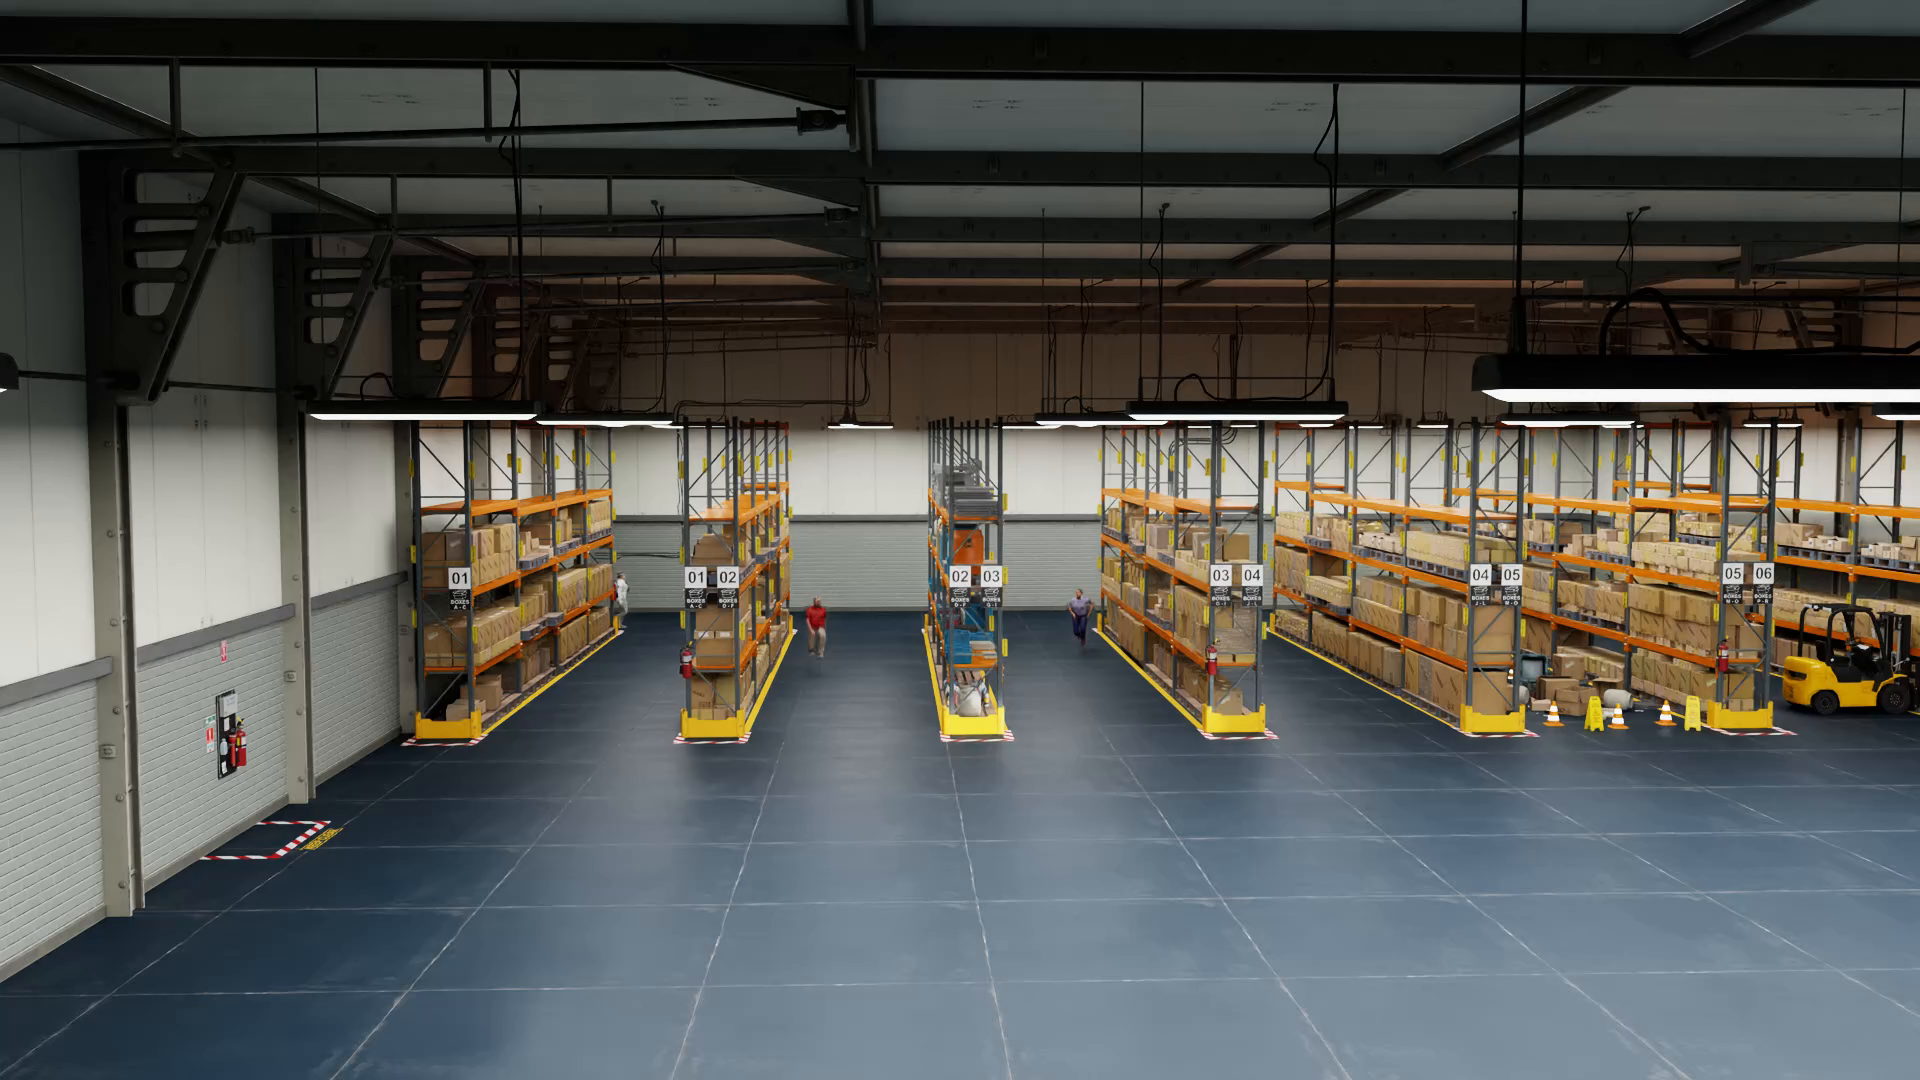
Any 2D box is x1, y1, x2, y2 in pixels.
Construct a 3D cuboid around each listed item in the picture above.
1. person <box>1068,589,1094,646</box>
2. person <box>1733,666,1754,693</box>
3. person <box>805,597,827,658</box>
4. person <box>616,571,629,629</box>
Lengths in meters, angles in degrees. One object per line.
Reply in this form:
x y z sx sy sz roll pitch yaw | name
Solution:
3.165 2.008 43.391 0.658 1.504 0.756 1 4 10 | person
17.098 2.585 36.253 0.504 1.561 0.711 0 4 -2 | person
-3.449 2.112 40.073 0.530 1.481 1.012 -1 4 -13 | person
-9.820 1.722 48.201 0.427 1.681 0.511 0 4 -5 | person
